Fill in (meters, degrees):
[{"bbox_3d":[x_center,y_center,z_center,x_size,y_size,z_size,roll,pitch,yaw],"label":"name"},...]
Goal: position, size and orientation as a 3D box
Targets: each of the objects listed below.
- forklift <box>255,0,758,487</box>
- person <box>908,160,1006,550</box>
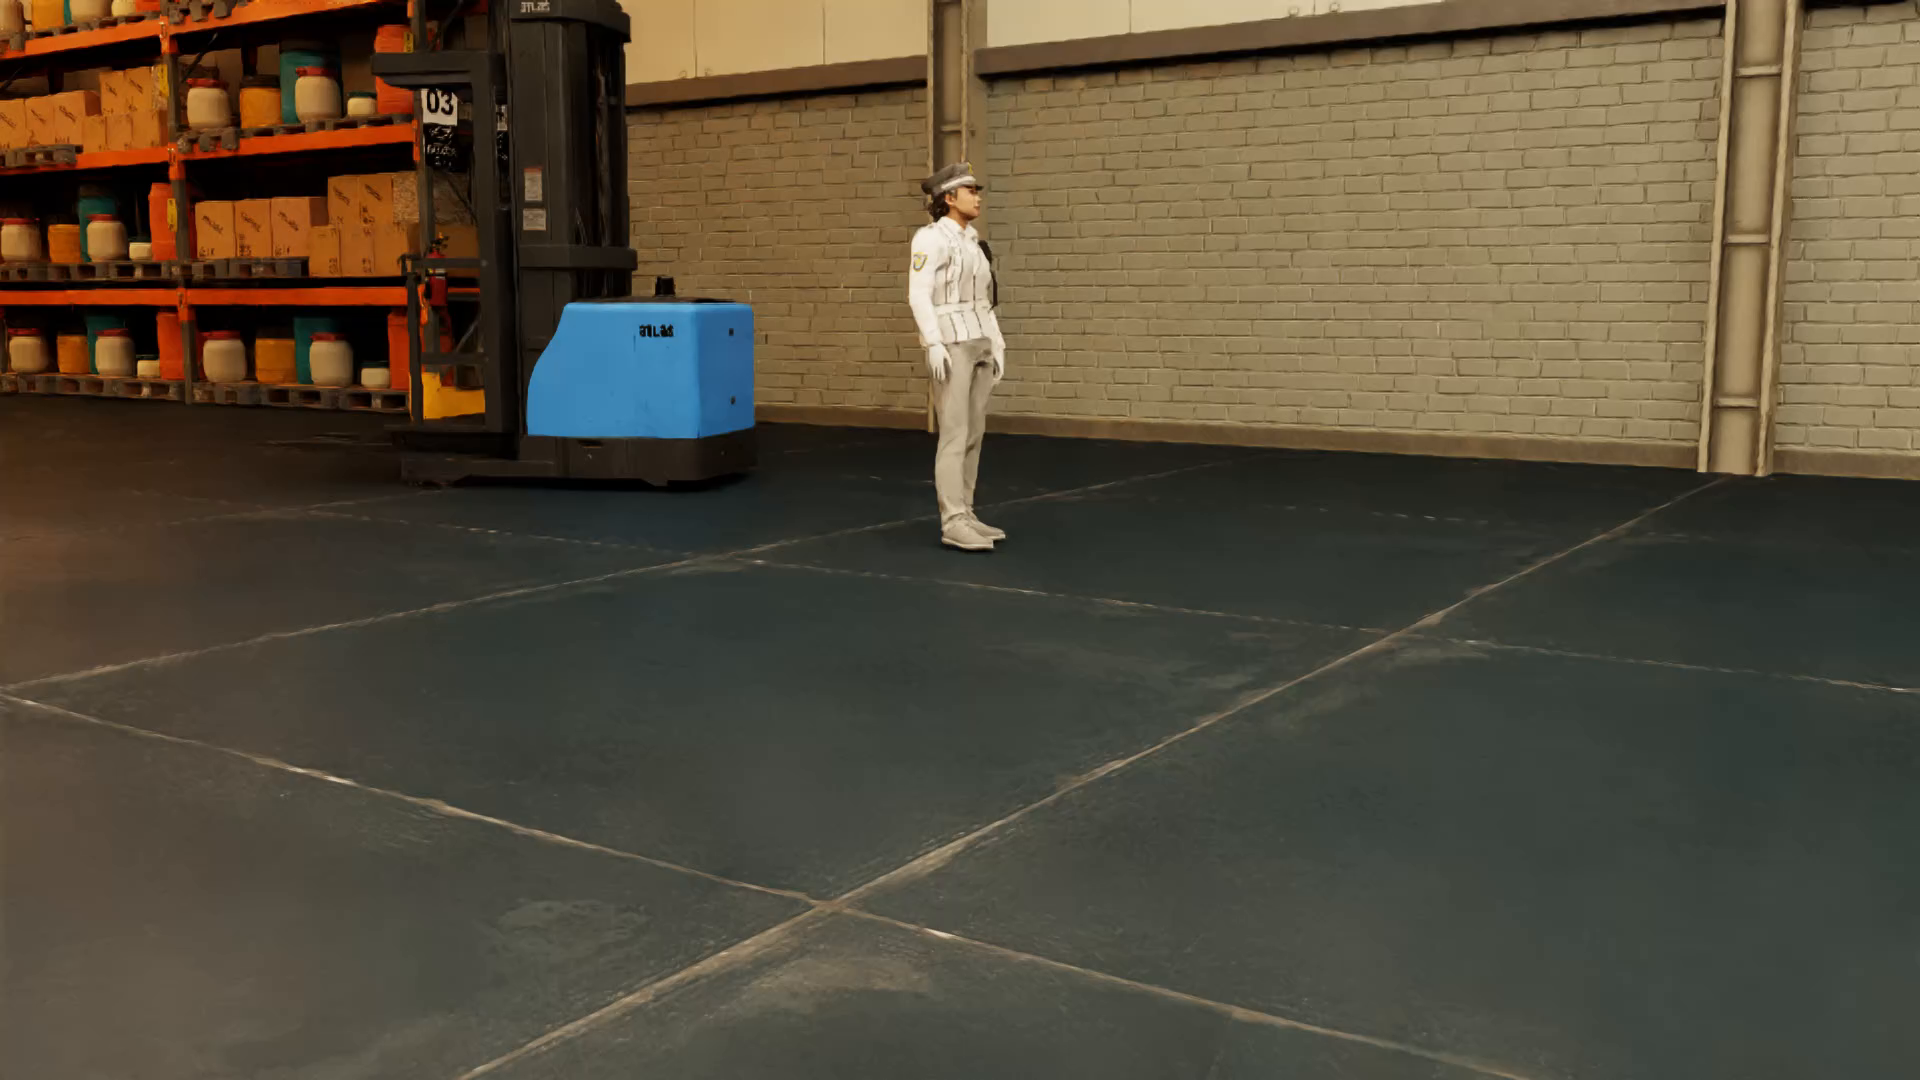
[{"bbox_3d":[-2.837,-1.839,10.124,3.031,2.935,1.130,2,8,14],"label":"forklift"},{"bbox_3d":[0.052,-0.840,7.440,0.533,1.695,0.586,5,10,34],"label":"person"}]
